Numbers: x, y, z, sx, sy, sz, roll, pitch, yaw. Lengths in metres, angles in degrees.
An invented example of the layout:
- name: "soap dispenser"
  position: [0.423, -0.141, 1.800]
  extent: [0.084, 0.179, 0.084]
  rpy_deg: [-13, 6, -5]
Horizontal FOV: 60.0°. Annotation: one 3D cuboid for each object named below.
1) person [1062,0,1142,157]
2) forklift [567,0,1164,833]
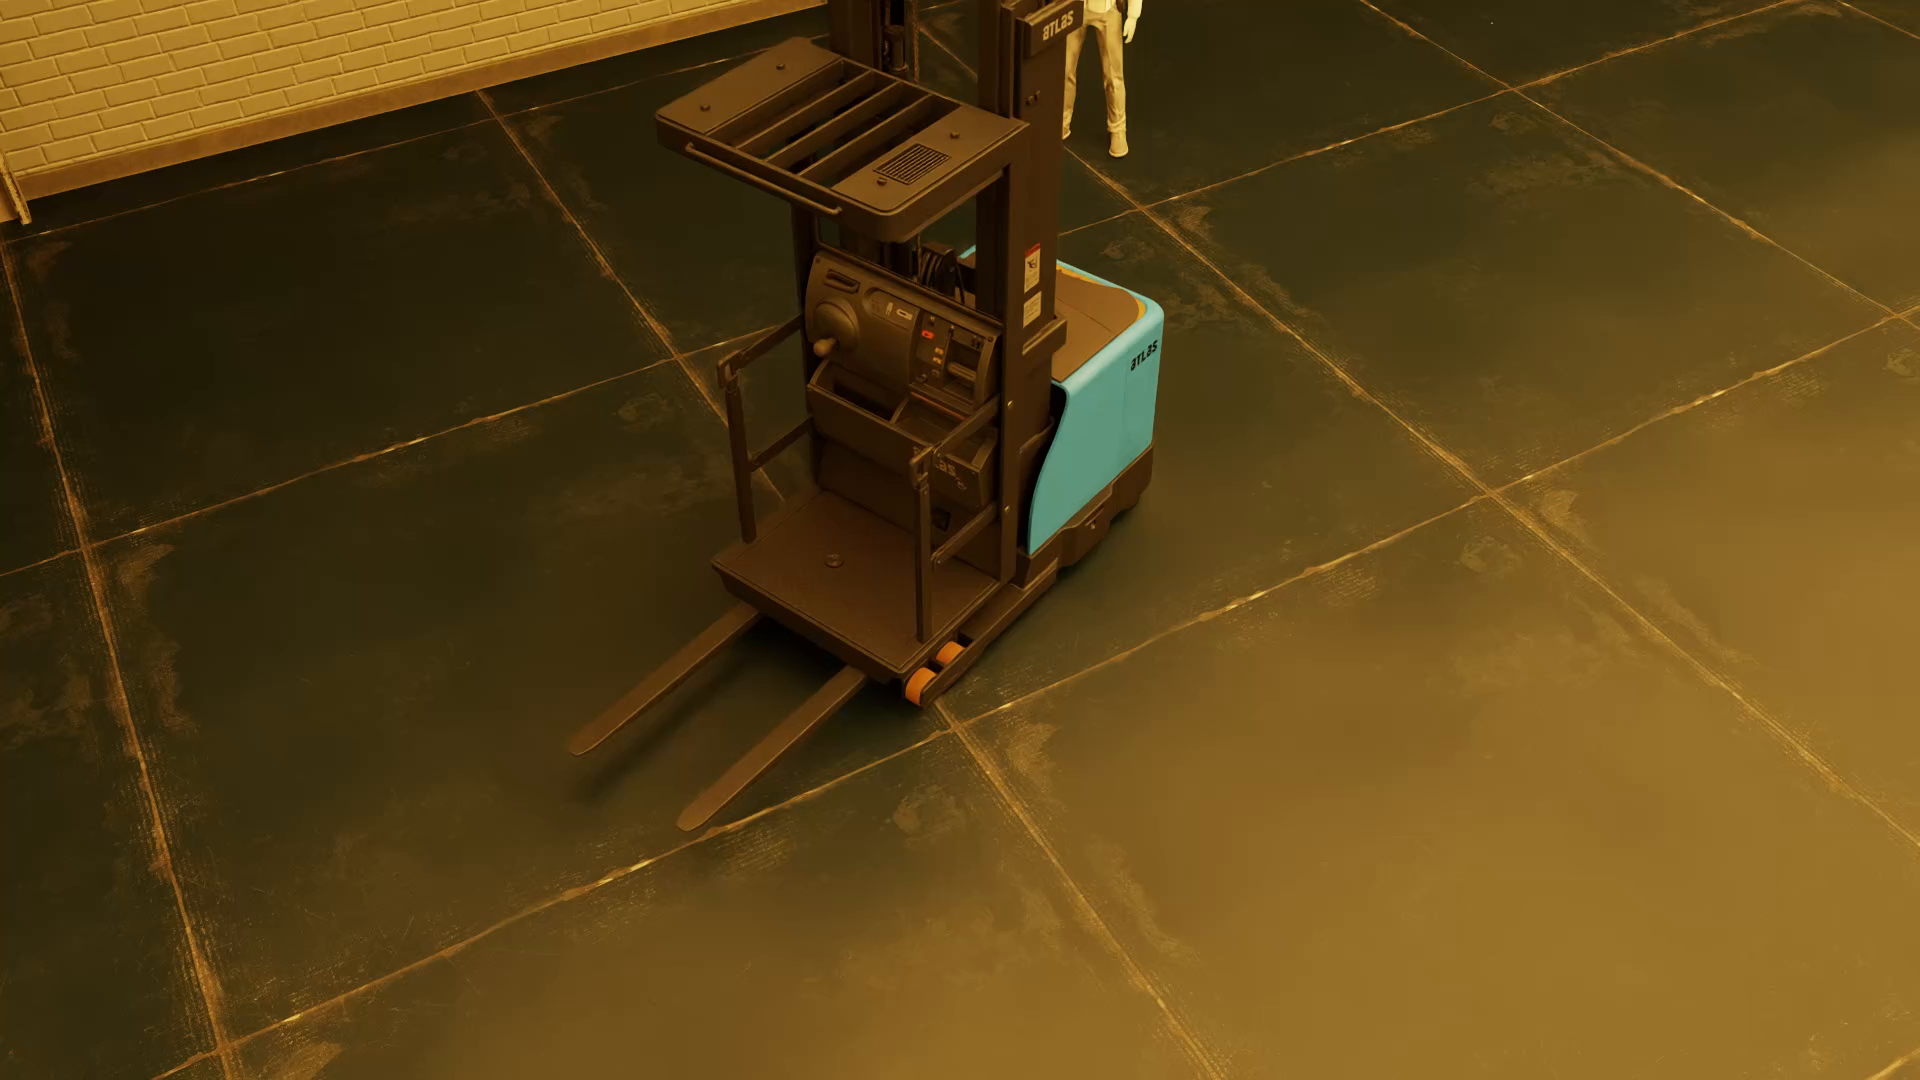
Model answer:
- name: "person"
  position: [0.790, -3.155, 10.035]
  extent: [0.606, 1.673, 0.413]
  rpy_deg: [12, 44, 13]
- name: "forklift"
  position: [-0.375, -0.749, 6.505]
  extent: [1.130, 2.935, 3.031]
  rpy_deg: [28, 50, 27]
